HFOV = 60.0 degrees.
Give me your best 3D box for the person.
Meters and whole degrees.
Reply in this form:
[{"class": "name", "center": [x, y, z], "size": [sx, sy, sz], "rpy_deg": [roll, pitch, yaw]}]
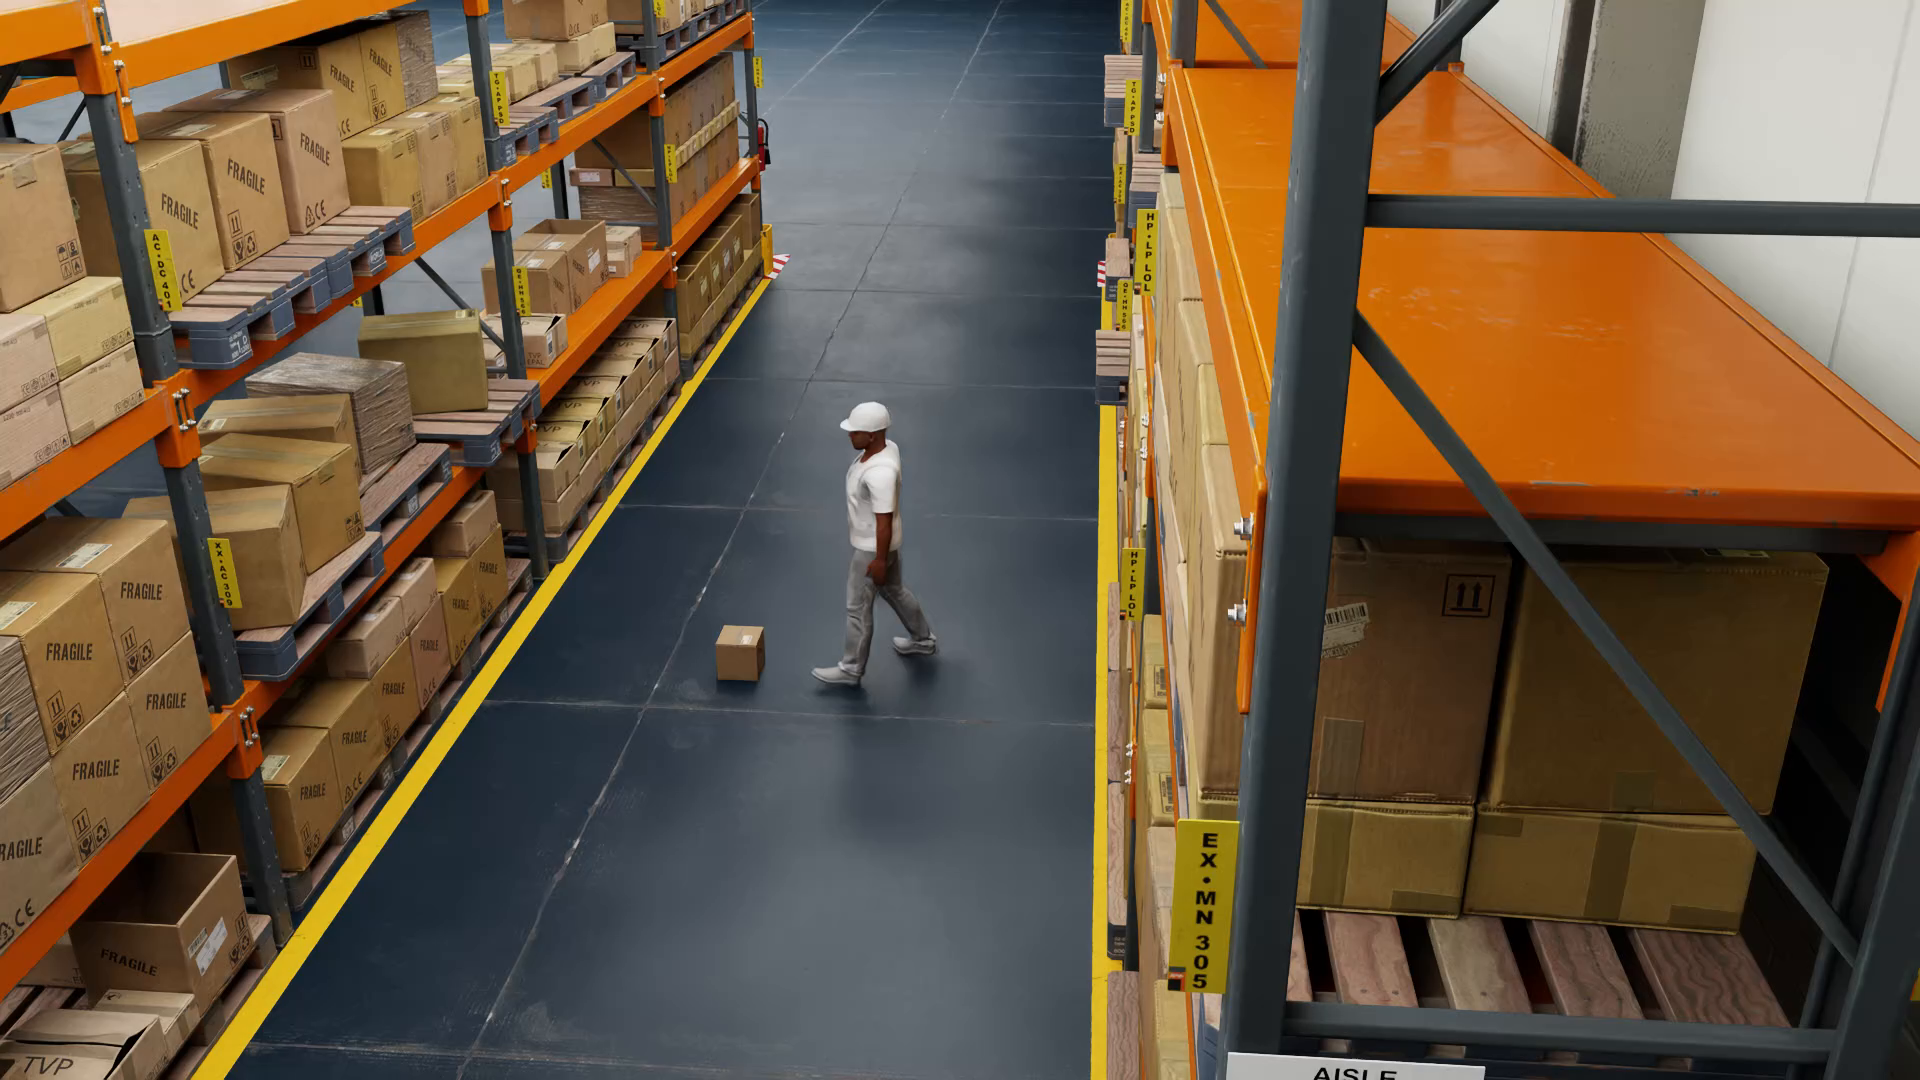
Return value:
[{"class": "person", "center": [-0.527, 0.010, 9.969], "size": [0.767, 1.763, 0.592], "rpy_deg": [-1, 24, -2]}]
